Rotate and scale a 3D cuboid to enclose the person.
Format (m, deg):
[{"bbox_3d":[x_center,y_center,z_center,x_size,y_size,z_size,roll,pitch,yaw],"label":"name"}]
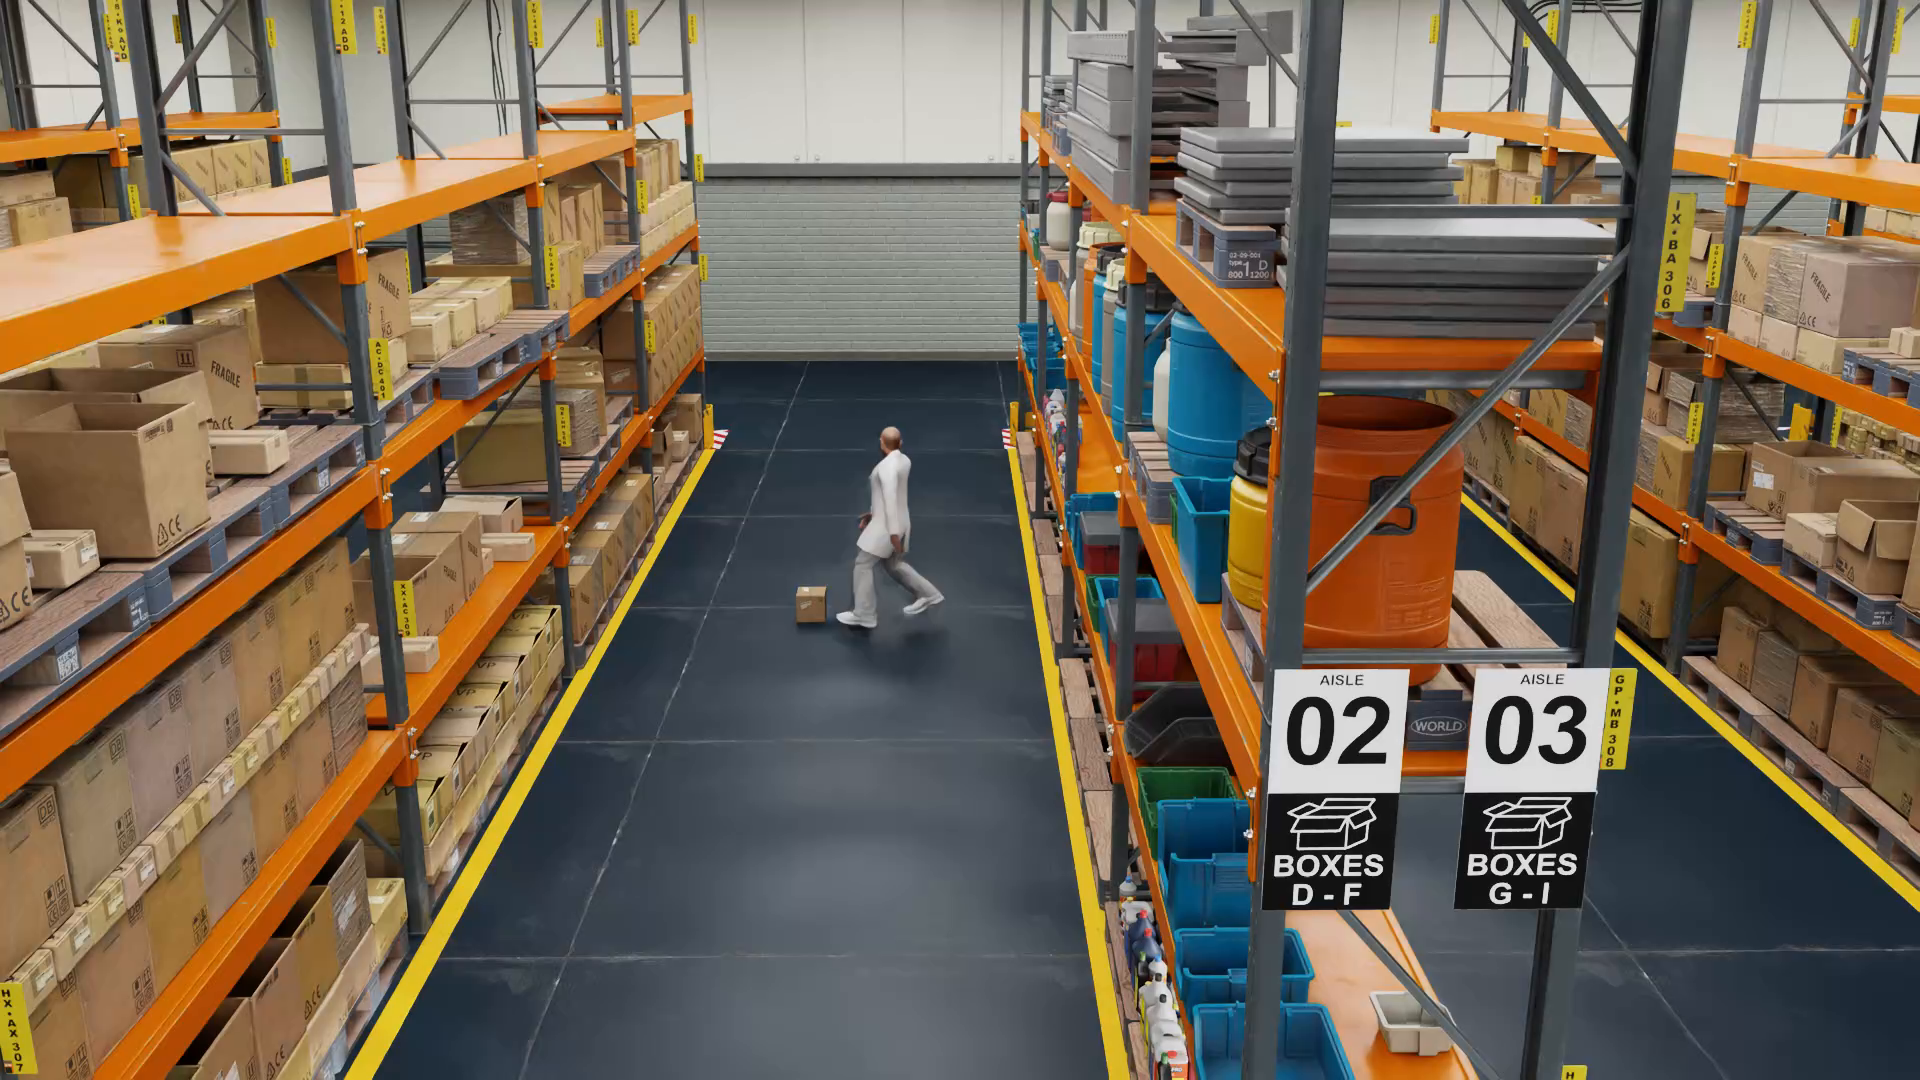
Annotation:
[{"bbox_3d":[-0.600,-0.126,14.460,0.863,1.719,0.593,5,18,17],"label":"person"}]
